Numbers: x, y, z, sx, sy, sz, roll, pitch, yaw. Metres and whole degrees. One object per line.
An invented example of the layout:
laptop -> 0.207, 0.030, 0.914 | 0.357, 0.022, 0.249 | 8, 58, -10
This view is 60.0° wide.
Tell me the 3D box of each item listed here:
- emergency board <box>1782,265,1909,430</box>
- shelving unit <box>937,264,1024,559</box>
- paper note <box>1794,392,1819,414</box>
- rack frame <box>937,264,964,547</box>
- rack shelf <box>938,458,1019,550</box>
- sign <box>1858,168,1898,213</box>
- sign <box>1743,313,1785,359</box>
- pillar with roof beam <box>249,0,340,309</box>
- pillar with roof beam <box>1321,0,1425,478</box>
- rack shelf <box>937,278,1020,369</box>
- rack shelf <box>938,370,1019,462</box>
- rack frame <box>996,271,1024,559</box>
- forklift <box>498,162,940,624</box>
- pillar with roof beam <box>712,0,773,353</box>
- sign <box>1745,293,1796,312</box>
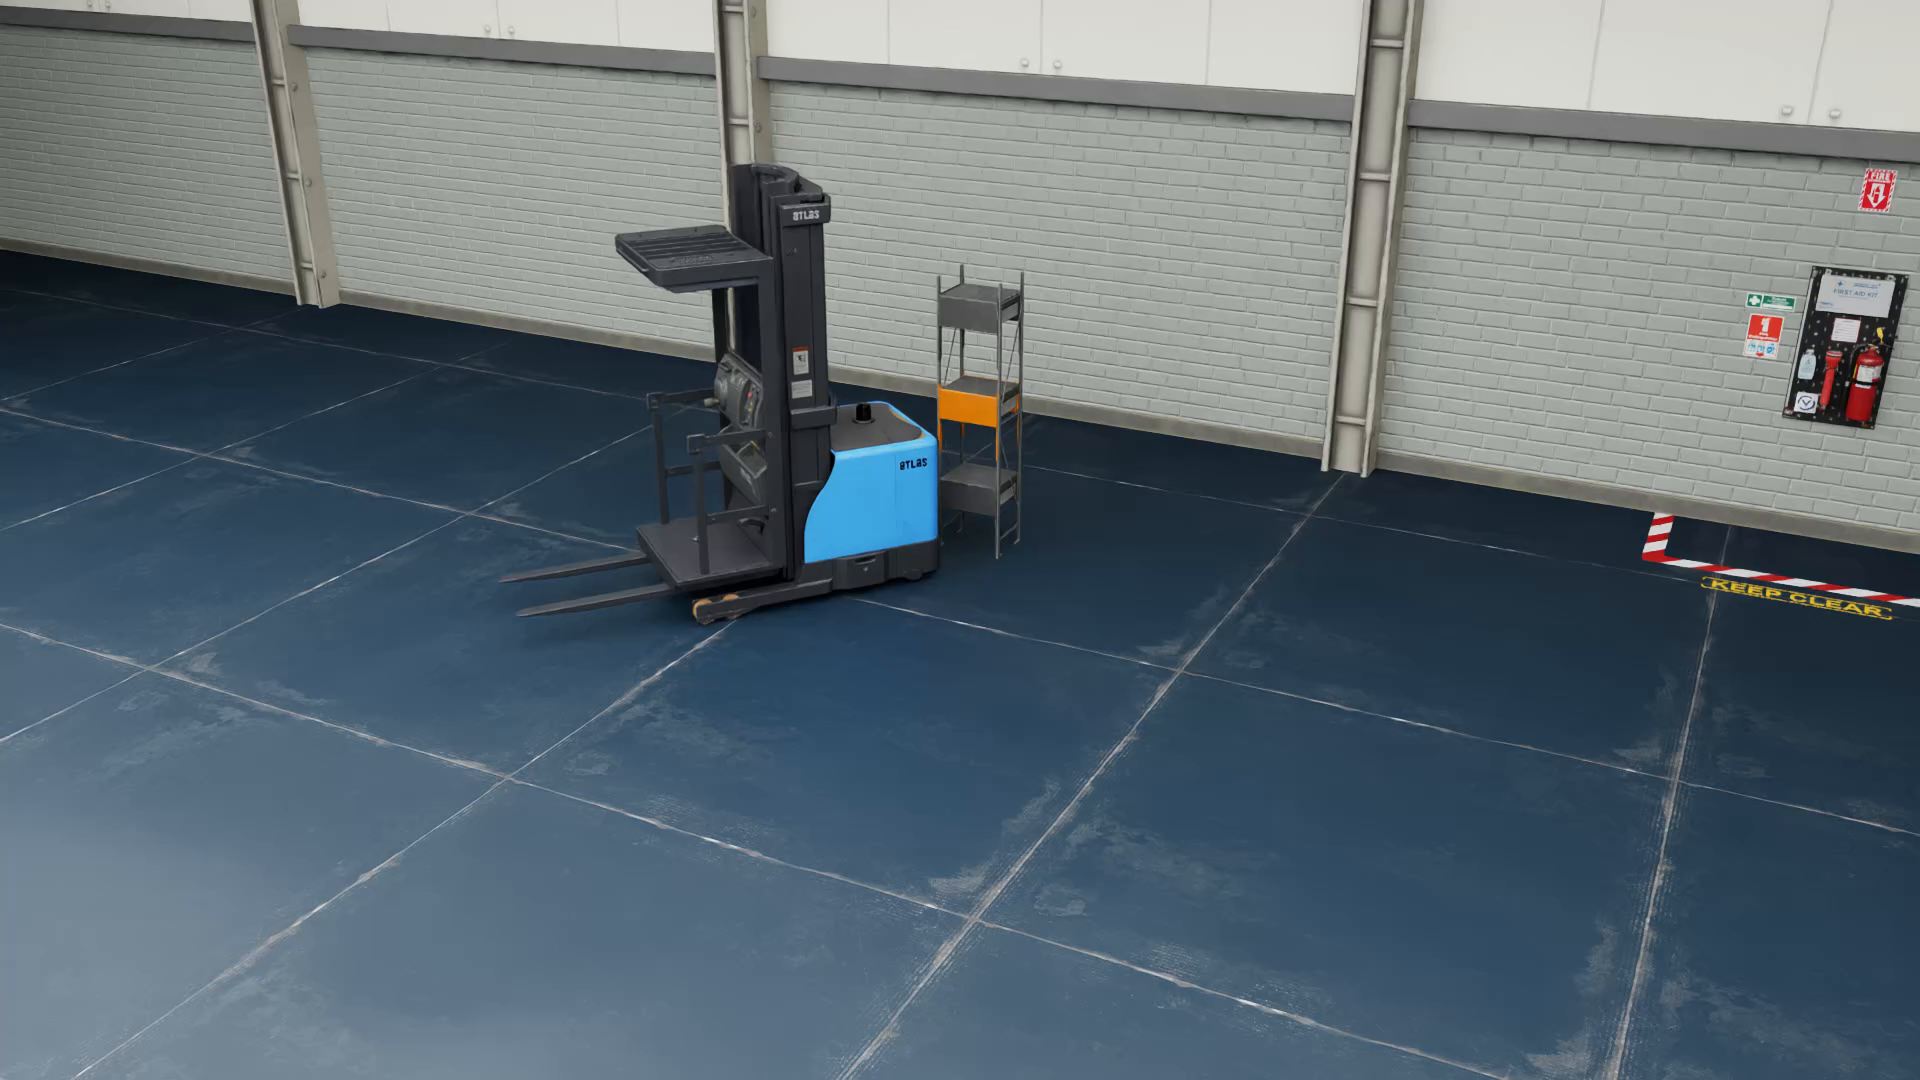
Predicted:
emergency board -> 6.486, -1.382, 12.192 | 0.643, 1.169, 0.194 | 11, 25, 25
shelving unit -> 0.148, -0.937, 12.297 | 0.503, 2.100, 0.431 | 11, 25, 25
paper note -> 6.359, -1.032, 12.495 | 0.142, 0.148, 0.016 | 11, 25, 25
rack frame -> -0.070, -0.980, 12.398 | 0.015, 2.100, 0.400 | 11, 25, 25
rack shelf -> 0.148, -0.280, 12.576 | 0.480, 0.518, 0.431 | 11, 25, 25
sign -> 6.524, -2.485, 11.824 | 0.199, 0.298, 0.001 | 11, 25, 25
sign -> 6.039, -1.532, 12.500 | 0.234, 0.329, 0.001 | 11, 25, 25
pillar with roof beam -> -9.332, -5.368, 13.899 | 0.400, 9.000, 9.100 | 11, 25, 25
pillar with roof beam -> 1.377, -3.249, 8.917 | 0.400, 9.000, 9.100 | 11, 25, 25
rack shelf -> 0.148, -1.569, 12.028 | 0.480, 0.518, 0.431 | 11, 25, 25
rack shelf -> 0.148, -0.924, 12.302 | 0.480, 0.518, 0.431 | 11, 25, 25
rack frame -> 0.365, -0.894, 12.195 | 0.015, 2.100, 0.400 | 11, 25, 25
forklift -> -1.705, -1.008, 11.401 | 3.031, 2.935, 1.130 | -10, 25, -23
pillar with roof beam -> -3.977, -4.308, 11.408 | 0.400, 9.000, 9.100 | 11, 25, 25
sign -> 6.039, -1.772, 12.387 | 0.331, 0.109, 0.001 | 11, 25, 25
